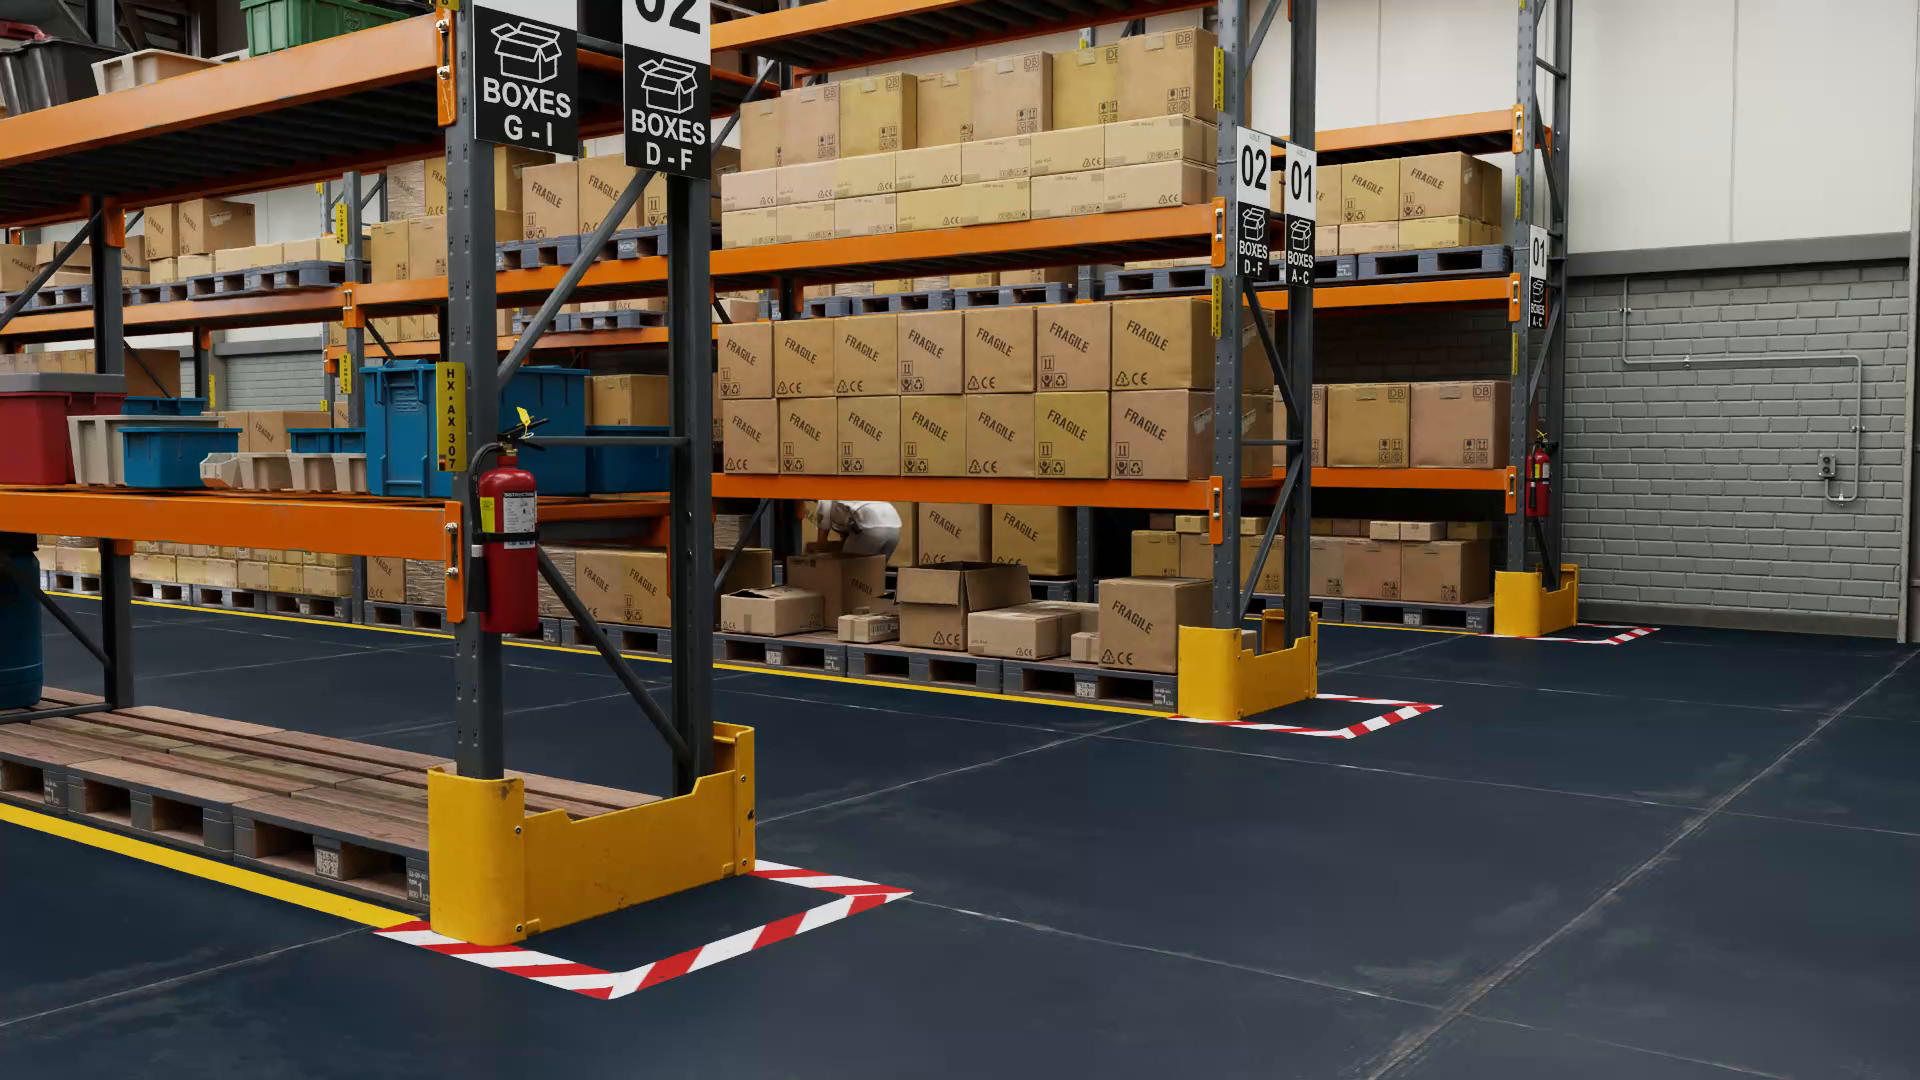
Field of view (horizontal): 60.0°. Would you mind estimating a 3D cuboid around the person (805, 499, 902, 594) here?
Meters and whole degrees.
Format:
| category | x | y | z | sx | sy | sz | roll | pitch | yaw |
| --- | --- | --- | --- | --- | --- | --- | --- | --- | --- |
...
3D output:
| category | x | y | z | sx | sy | sz | roll | pitch | yaw |
| --- | --- | --- | --- | --- | --- | --- | --- | --- | --- |
| person | -0.889 | 0.099 | 13.238 | 0.884 | 1.290 | 0.470 | 2 | 4 | 33 |
